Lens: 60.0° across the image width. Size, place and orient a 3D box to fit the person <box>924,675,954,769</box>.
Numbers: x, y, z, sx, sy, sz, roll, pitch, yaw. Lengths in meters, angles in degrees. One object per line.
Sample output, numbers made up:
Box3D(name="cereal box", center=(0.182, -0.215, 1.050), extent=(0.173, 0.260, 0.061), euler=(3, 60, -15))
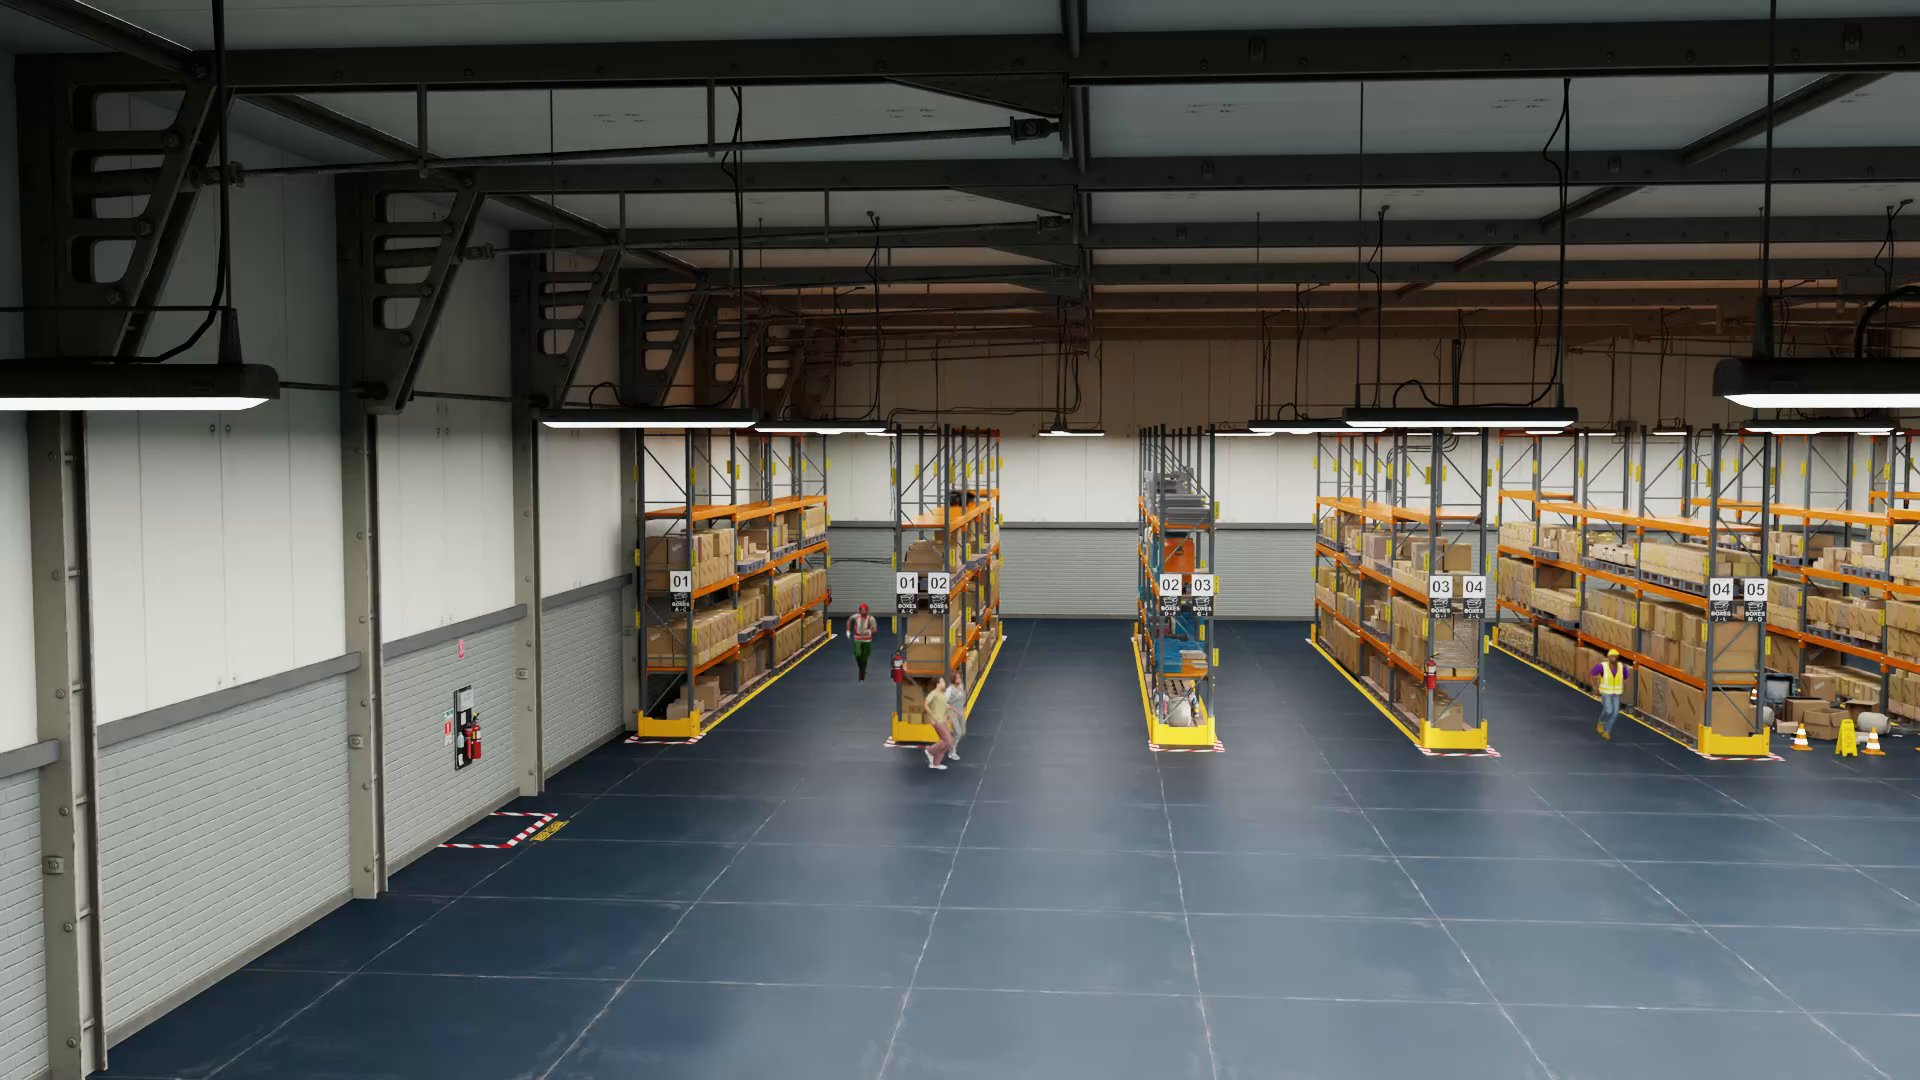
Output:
Box3D(name="person", center=(-0.349, 3.158, 28.800), extent=(0.520, 1.634, 0.587), euler=(1, 4, 20))

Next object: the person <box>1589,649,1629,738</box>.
Box3D(name="person", center=(12.401, 2.933, 31.654), extent=(0.704, 1.718, 0.563), euler=(0, 3, -1))

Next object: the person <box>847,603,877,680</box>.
Box3D(name="person", center=(-2.208, 2.294, 37.311), extent=(0.707, 1.758, 0.740), euler=(0, 3, 1))

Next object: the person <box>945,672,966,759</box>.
Box3D(name="person", center=(-0.120, 3.149, 29.826), extent=(0.610, 1.553, 0.557), euler=(3, 5, 41))
